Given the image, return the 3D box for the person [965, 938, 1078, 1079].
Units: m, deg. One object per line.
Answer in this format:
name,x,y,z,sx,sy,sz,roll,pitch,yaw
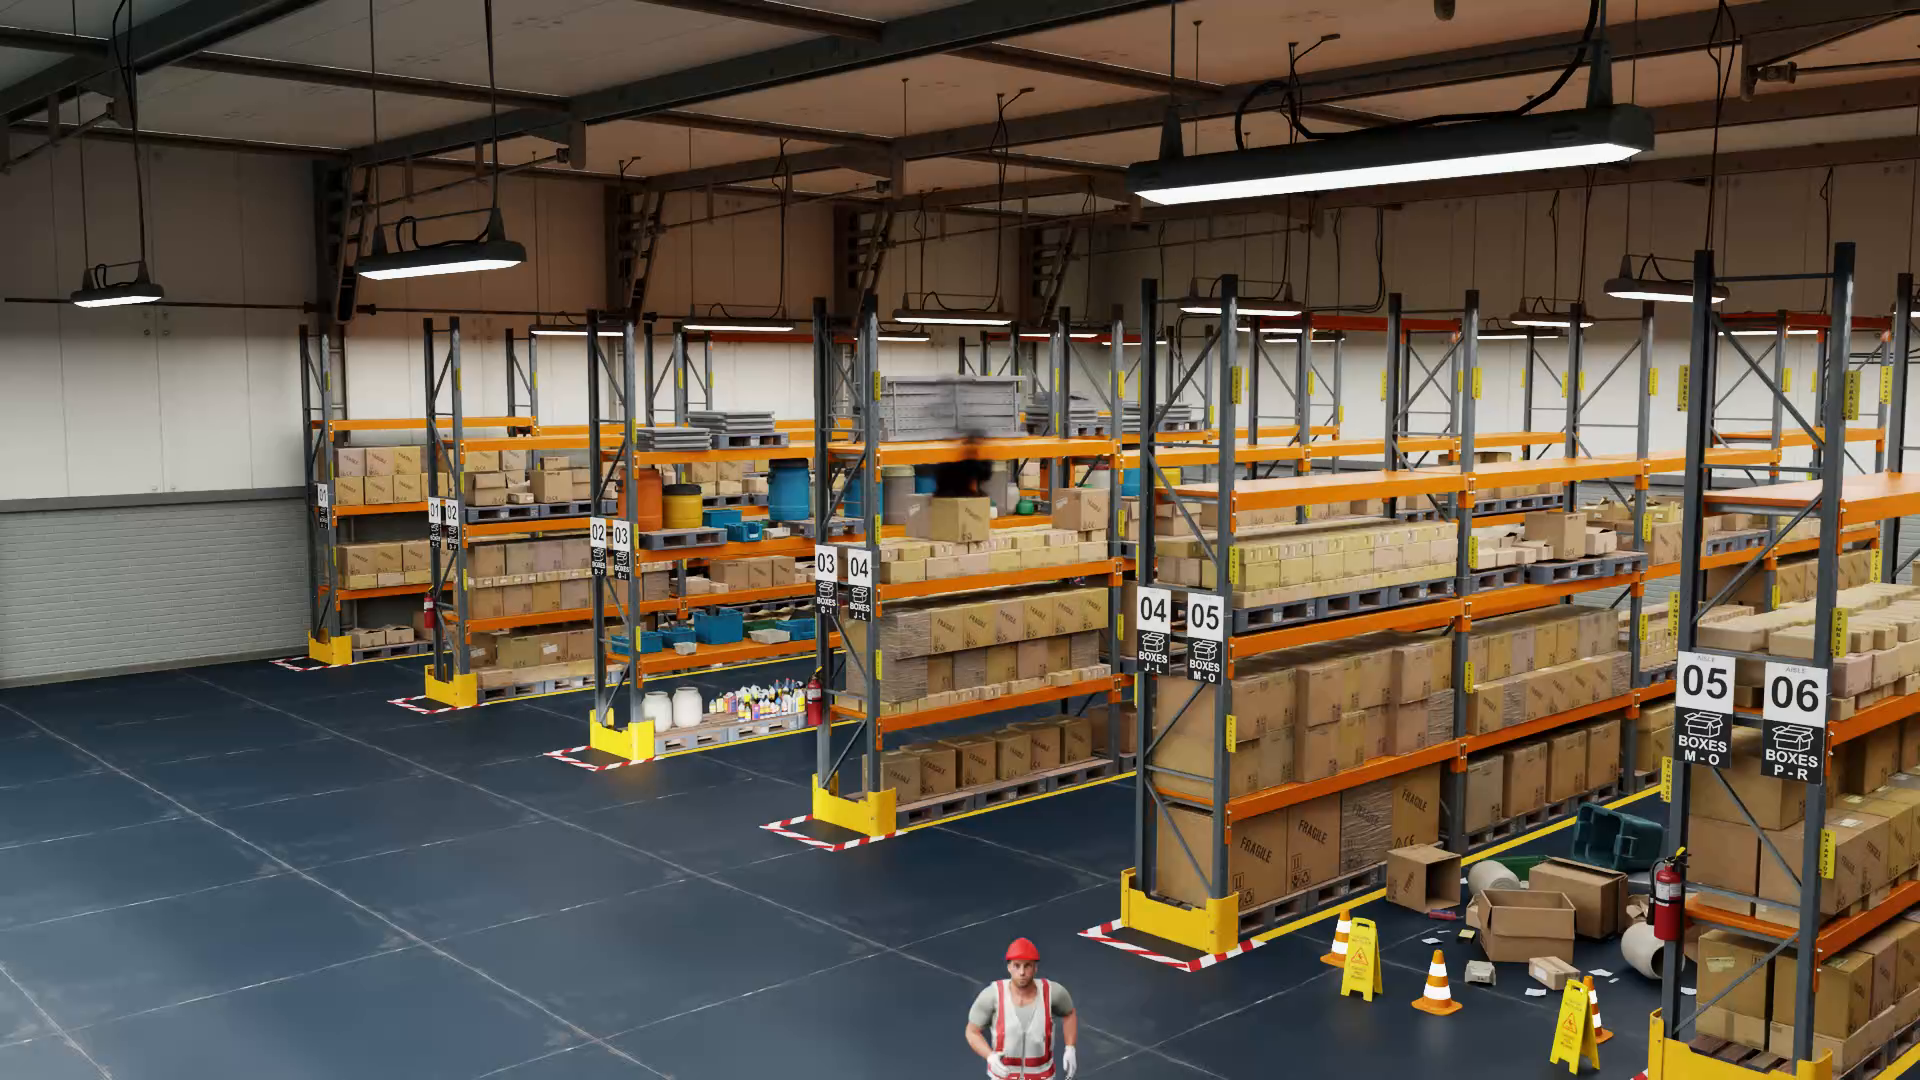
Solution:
person,0.375,3.263,10.036,0.685,1.801,0.872,0,6,0
